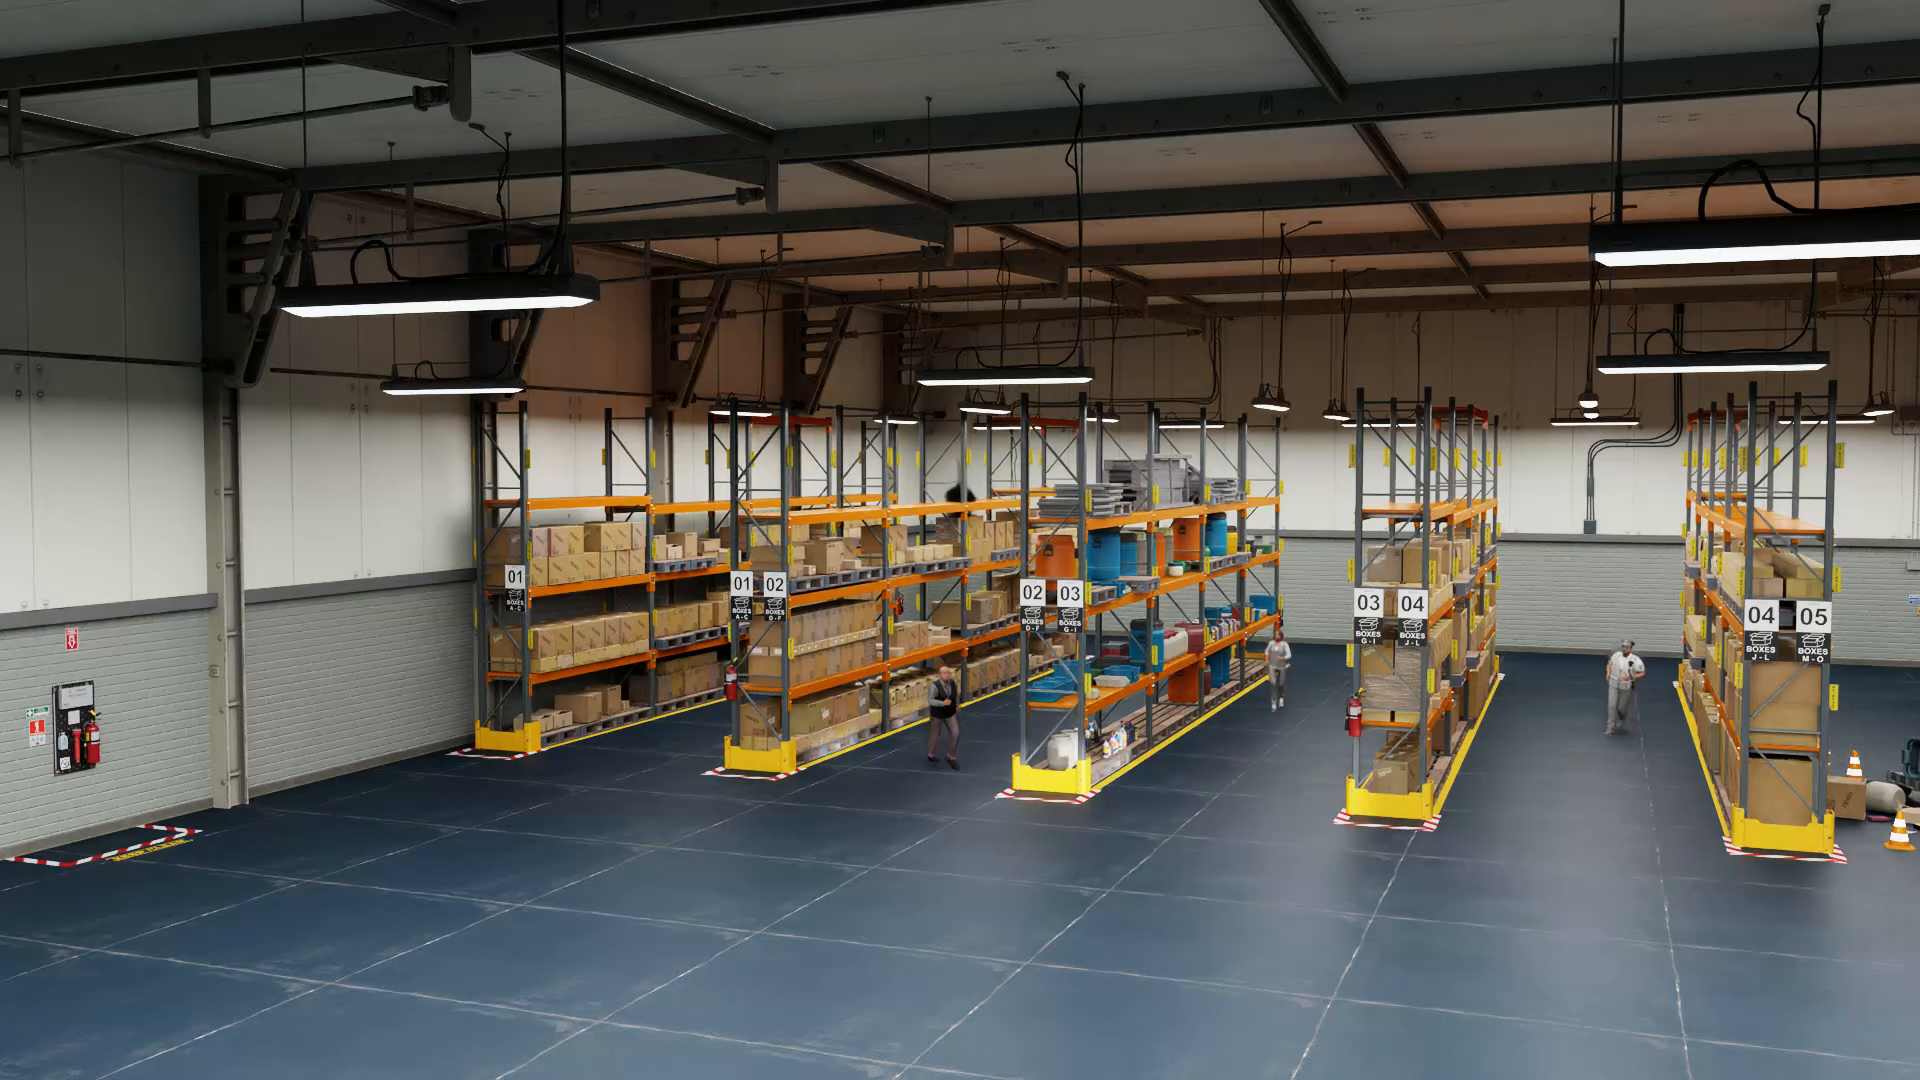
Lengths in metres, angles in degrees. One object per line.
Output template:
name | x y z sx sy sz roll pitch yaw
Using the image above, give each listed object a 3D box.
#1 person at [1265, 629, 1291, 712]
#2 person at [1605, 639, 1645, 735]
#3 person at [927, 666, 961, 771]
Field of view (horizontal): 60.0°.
person | 6.325 2.581 33.116 0.519 1.591 0.826 1 3 13
person | 12.129 2.676 30.341 0.701 1.768 0.840 2 3 37
person | -0.266 2.863 26.862 0.655 1.689 0.985 -1 3 -21
